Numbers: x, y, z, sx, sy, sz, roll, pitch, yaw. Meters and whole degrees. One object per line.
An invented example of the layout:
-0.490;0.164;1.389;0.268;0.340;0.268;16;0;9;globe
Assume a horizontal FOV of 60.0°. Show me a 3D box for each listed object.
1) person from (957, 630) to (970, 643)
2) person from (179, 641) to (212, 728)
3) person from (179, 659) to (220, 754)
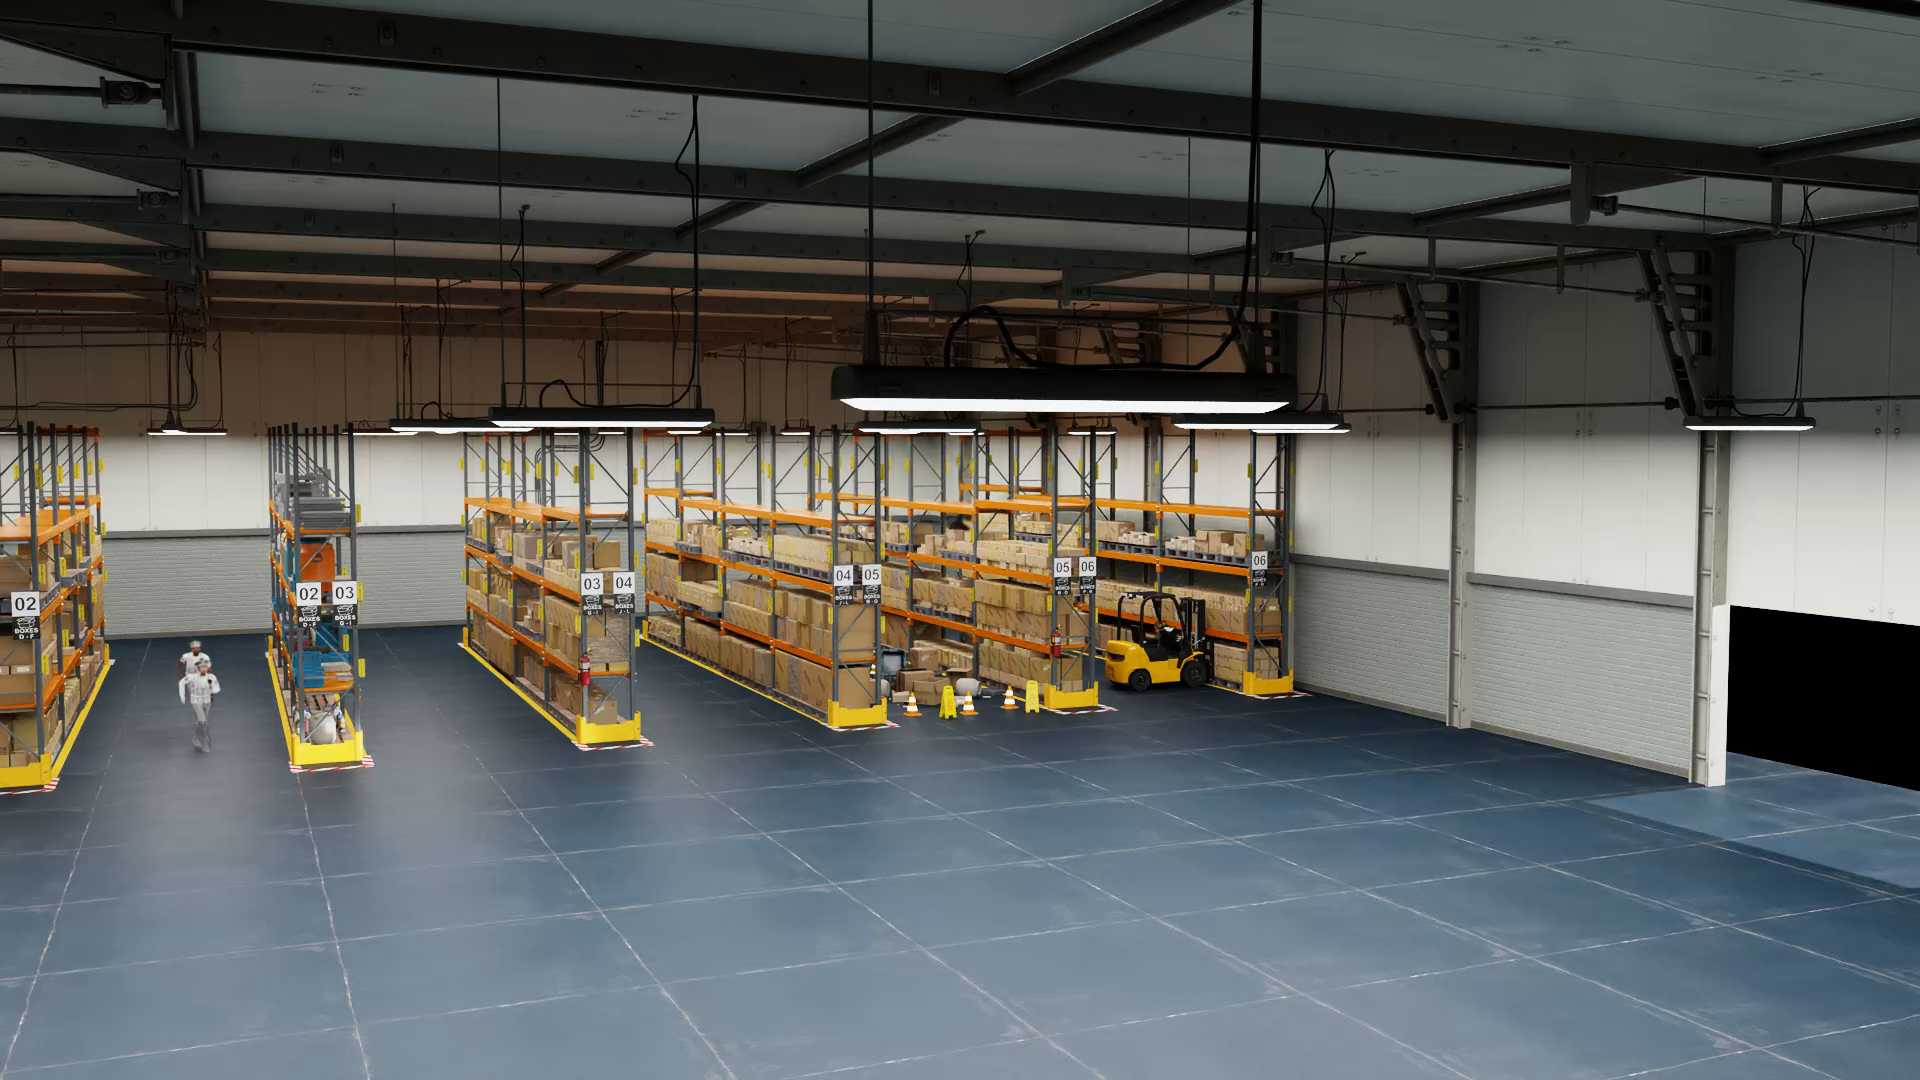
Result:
0.117;2.047;46.057;0.711;1.735;0.814;-2;4;-32;person
-15.295;2.859;33.276;0.599;1.736;0.848;-2;4;-27;person
-13.912;3.027;30.459;0.636;1.726;0.827;-3;5;-41;person
